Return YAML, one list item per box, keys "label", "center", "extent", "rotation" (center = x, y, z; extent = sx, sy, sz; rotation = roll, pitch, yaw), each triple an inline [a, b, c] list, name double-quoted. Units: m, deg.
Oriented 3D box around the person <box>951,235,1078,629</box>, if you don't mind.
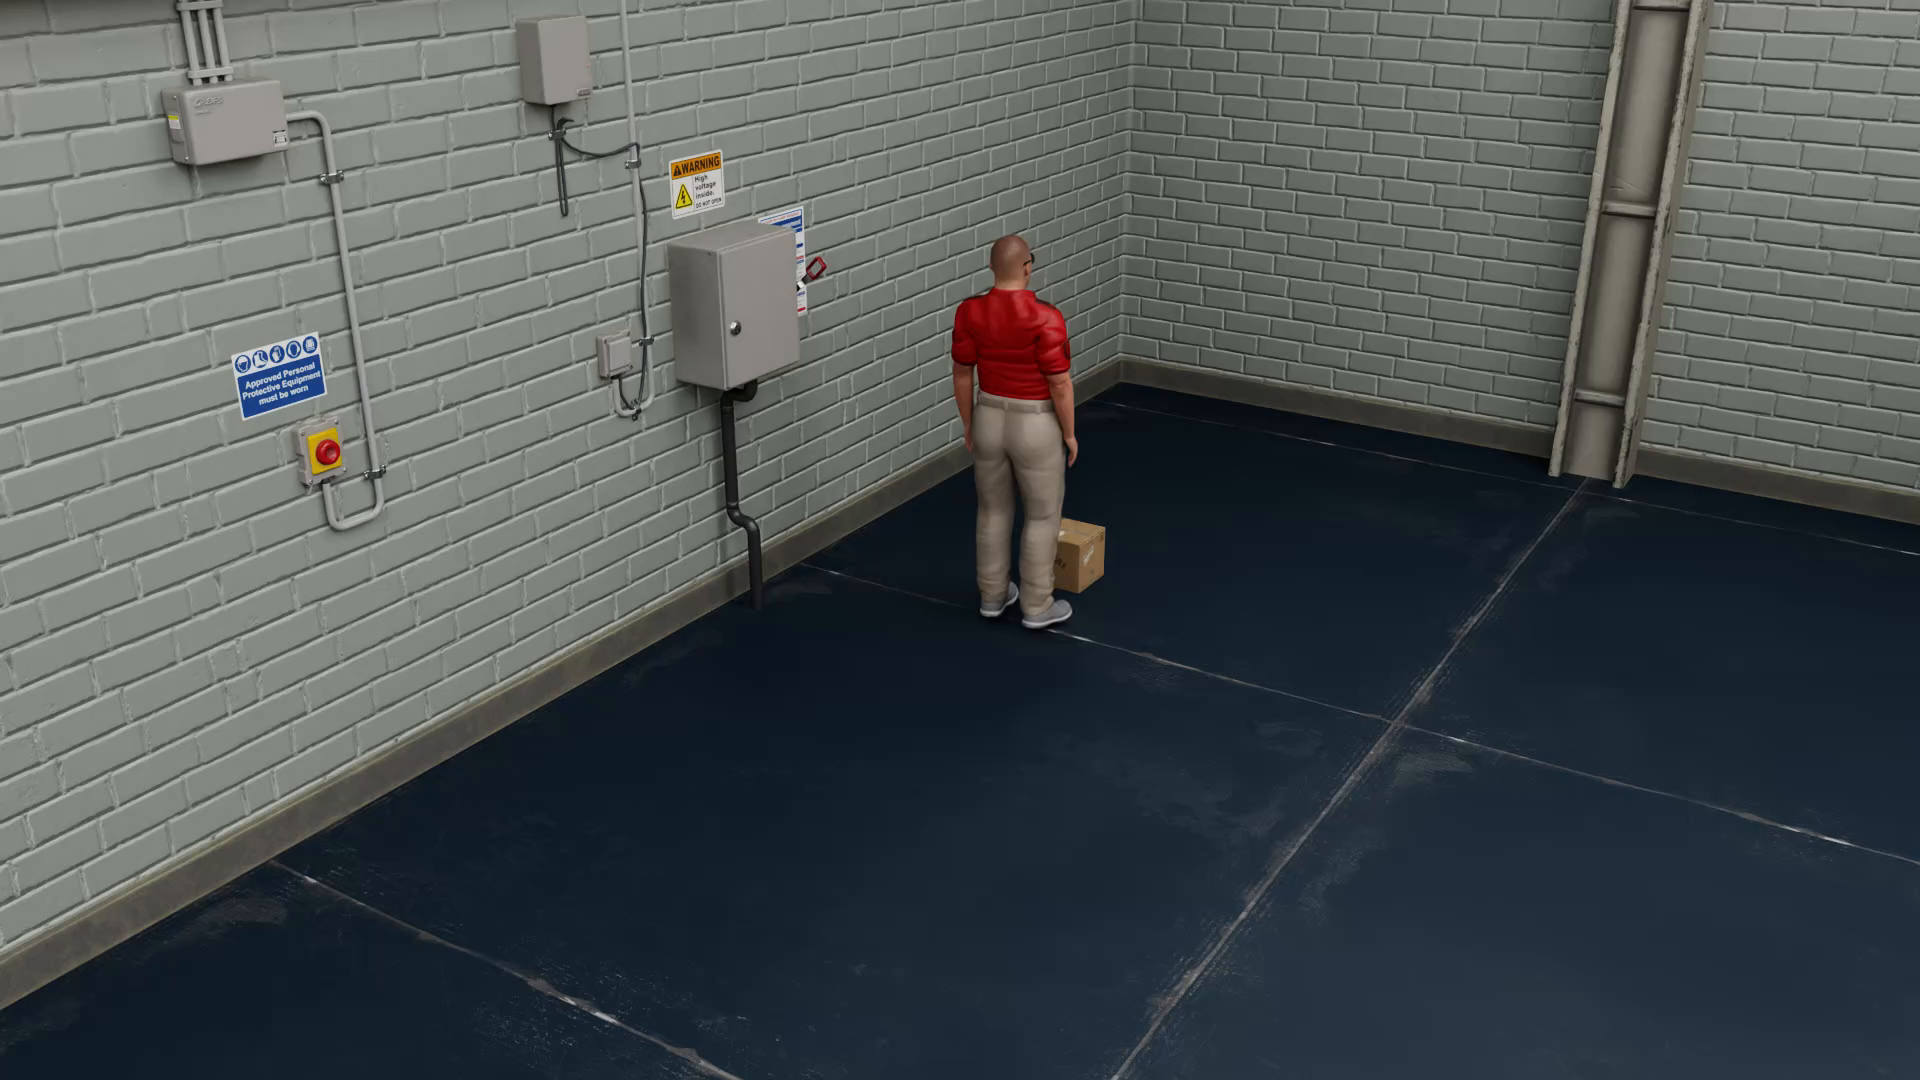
- label: "person"
  center: [0.248, -0.465, 7.176]
  extent: [0.551, 1.741, 0.379]
  rotation: [11, 25, 25]
